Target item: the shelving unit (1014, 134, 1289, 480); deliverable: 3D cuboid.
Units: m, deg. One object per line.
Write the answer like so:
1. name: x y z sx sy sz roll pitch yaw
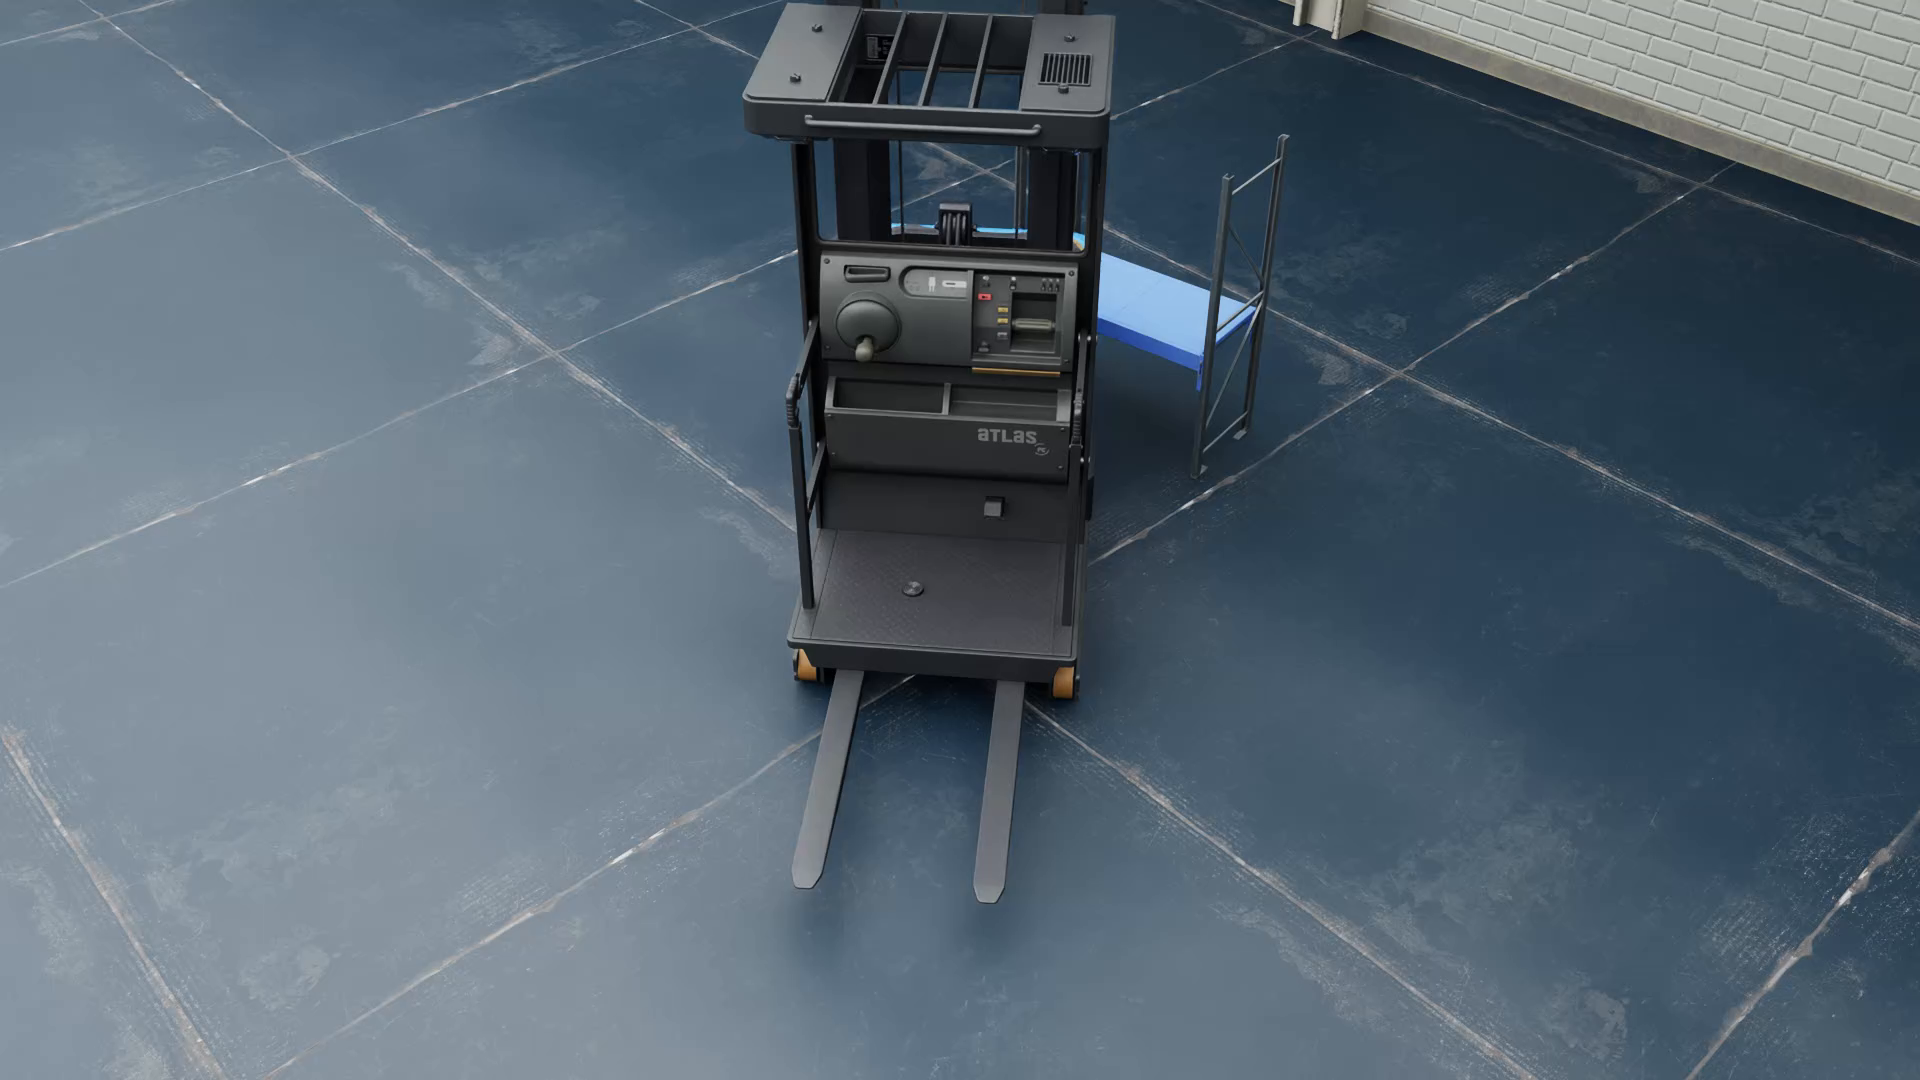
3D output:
1. shelving unit: 0.812 -1.183 7.520 1.048 1.500 0.538 26 45 28

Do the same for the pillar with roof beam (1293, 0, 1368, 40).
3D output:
1. pillar with roof beam: -0.570 -5.303 6.654 9.100 9.000 0.400 -30 48 -32

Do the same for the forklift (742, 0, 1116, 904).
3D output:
1. forklift: -0.063 -0.748 5.844 1.130 2.935 3.031 4 39 4

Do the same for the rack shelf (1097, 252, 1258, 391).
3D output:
1. rack shelf: 0.811 -1.043 7.633 1.000 0.185 0.538 26 45 28

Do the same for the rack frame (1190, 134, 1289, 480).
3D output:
1. rack frame: 1.215 -0.988 7.280 0.032 1.500 0.500 26 45 28

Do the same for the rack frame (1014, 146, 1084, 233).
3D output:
1. rack frame: 0.408 -1.377 7.761 0.032 1.500 0.500 26 45 28
